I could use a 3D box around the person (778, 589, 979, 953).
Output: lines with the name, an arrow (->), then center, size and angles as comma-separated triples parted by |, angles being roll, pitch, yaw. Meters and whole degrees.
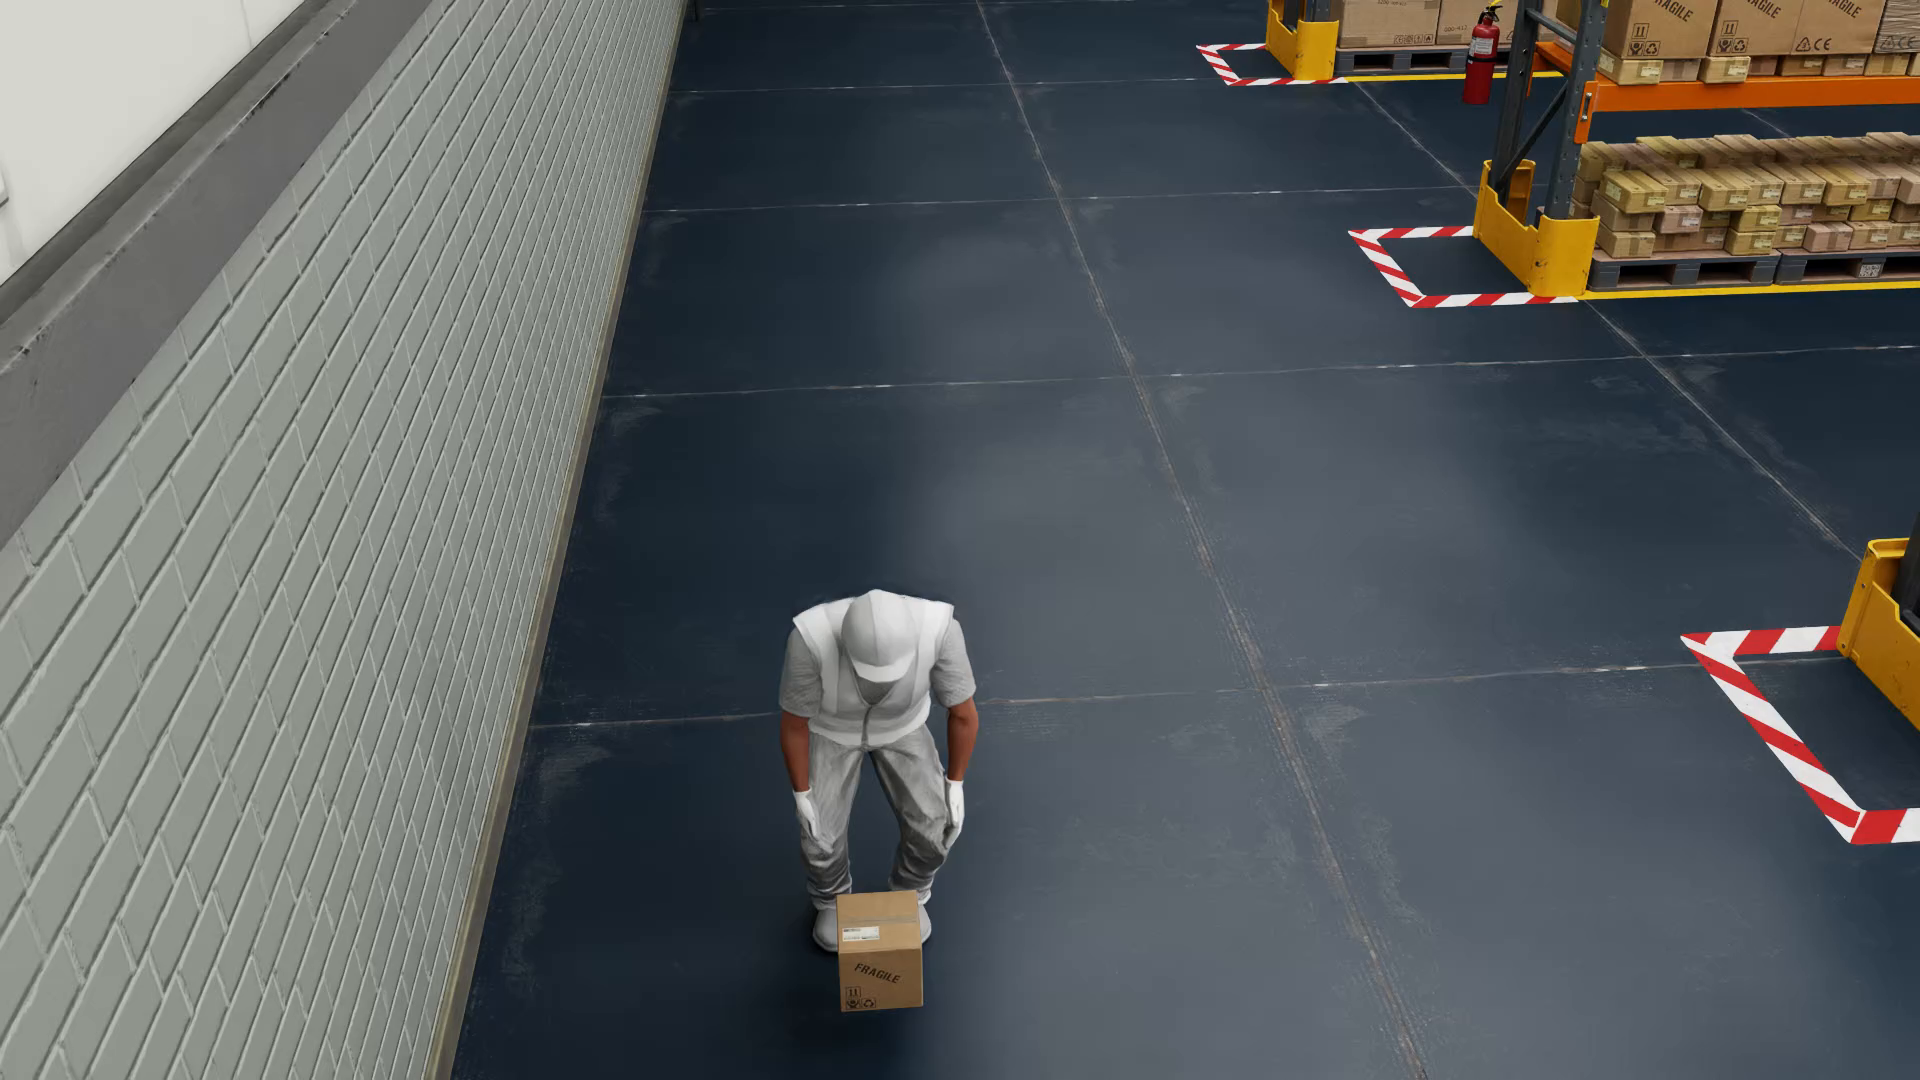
person -> -0.254, 0.675, 5.260 | 0.610, 1.498, 0.717 | -3, 31, -4
